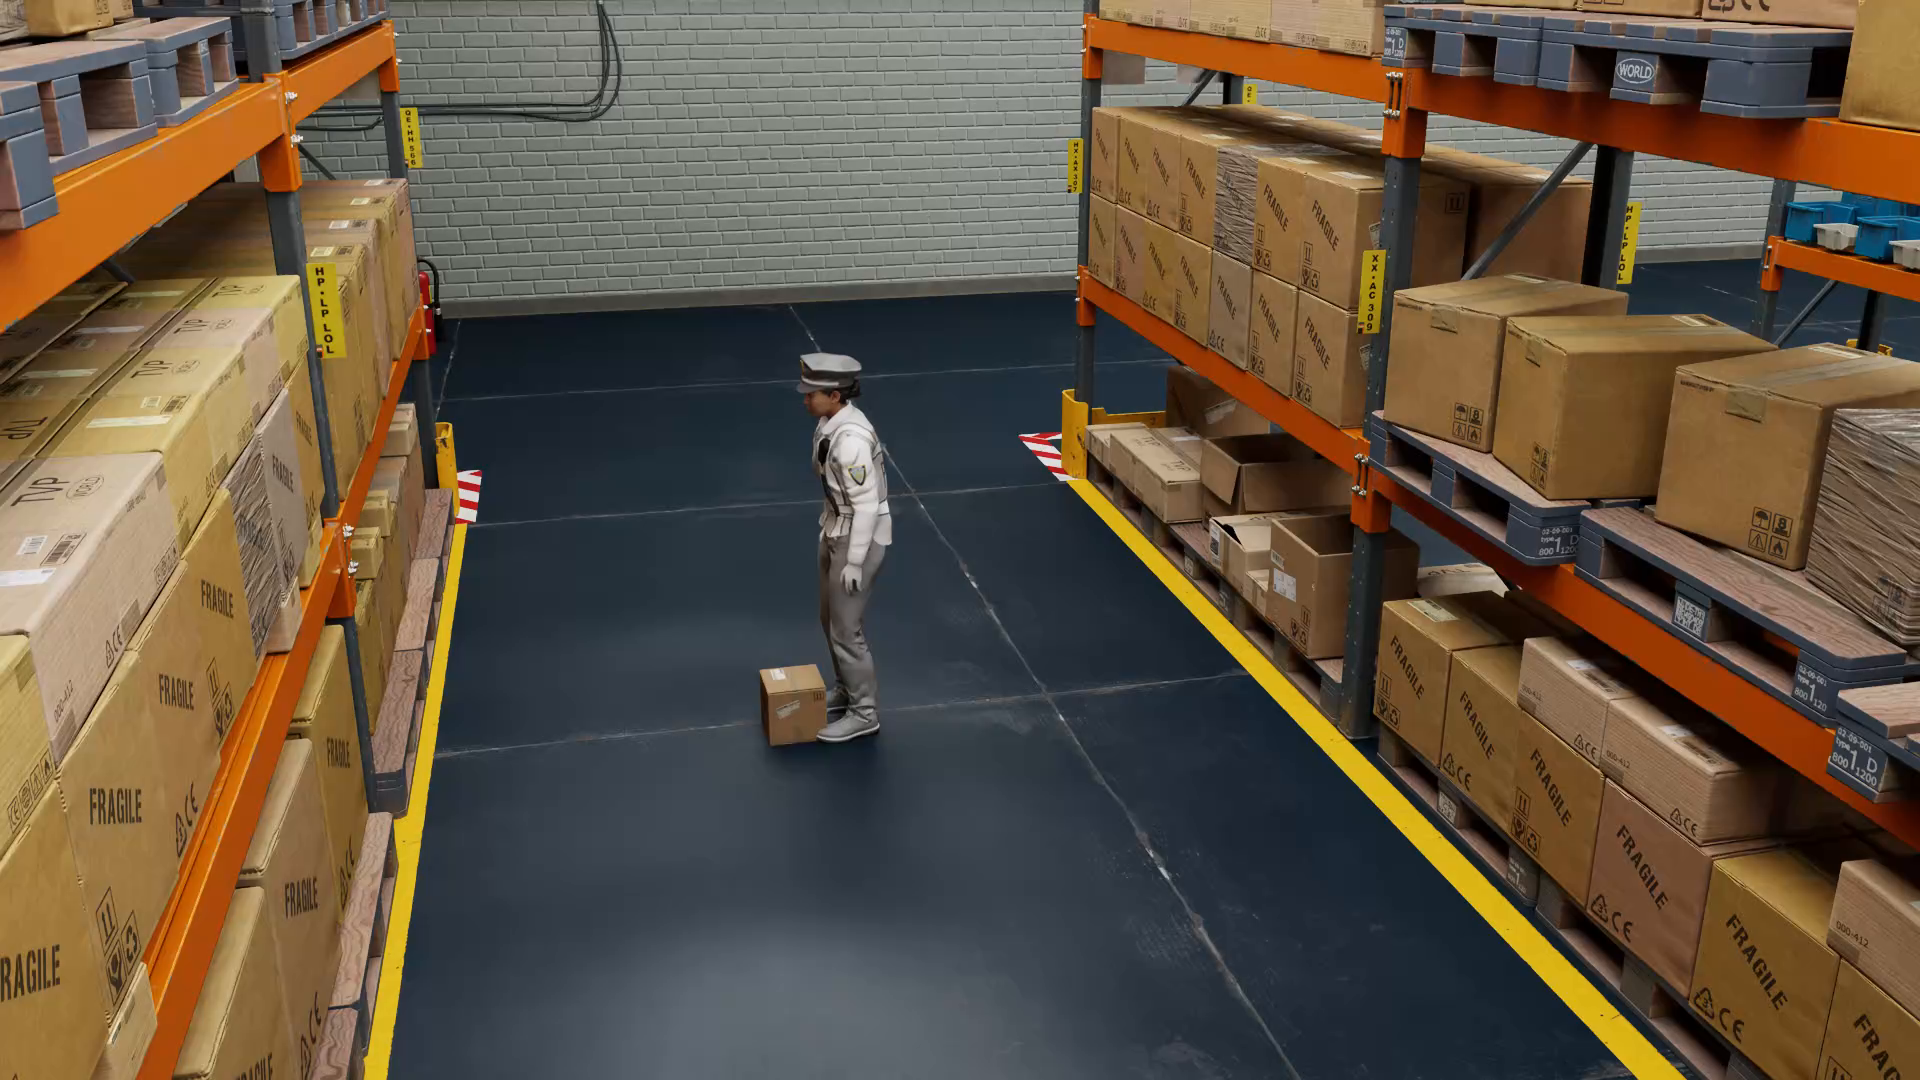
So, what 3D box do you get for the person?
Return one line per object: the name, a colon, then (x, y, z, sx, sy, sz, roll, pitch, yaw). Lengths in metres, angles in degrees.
person: (-0.483, 0.026, 6.995, 0.374, 1.662, 0.534, -6, 21, -15)
